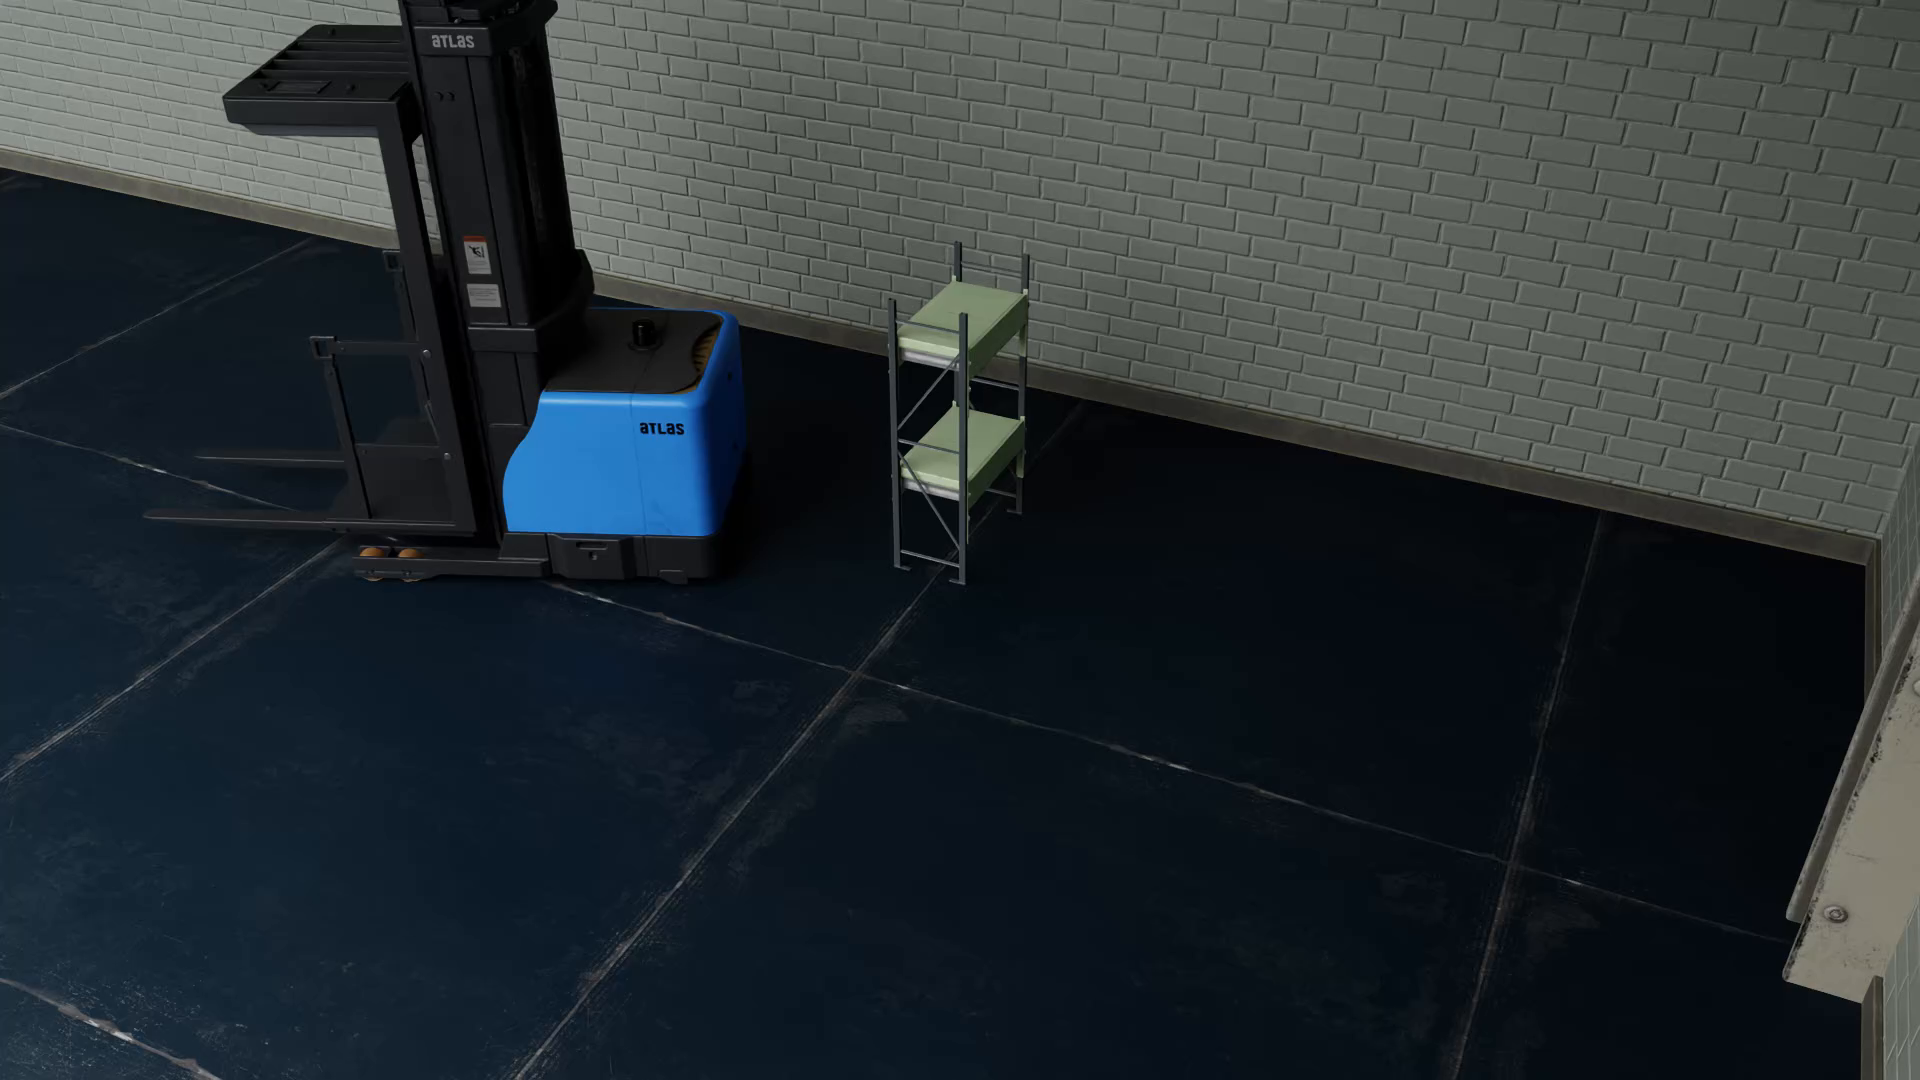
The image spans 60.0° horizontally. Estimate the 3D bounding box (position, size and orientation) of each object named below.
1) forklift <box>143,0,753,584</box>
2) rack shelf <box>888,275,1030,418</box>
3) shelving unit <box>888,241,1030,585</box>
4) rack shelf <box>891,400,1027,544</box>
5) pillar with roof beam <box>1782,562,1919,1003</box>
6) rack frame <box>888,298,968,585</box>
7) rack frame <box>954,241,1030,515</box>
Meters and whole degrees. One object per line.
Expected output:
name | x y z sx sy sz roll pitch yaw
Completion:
forklift | -2.667 -1.301 8.061 3.031 2.935 1.130 2 33 2
rack shelf | 0.003 -0.957 8.130 0.431 0.370 0.720 14 36 20
shelving unit | 0.003 -0.631 8.344 0.431 1.500 0.755 14 36 20
rack shelf | 0.003 -0.358 8.523 0.431 0.370 0.720 14 36 20
pillar with roof beam | -0.603 -3.165 5.371 9.100 9.000 0.400 14 36 20
rack frame | -0.150 -0.448 8.066 0.400 1.500 0.023 14 36 20
rack frame | 0.156 -0.813 8.622 0.400 1.500 0.023 14 36 20
